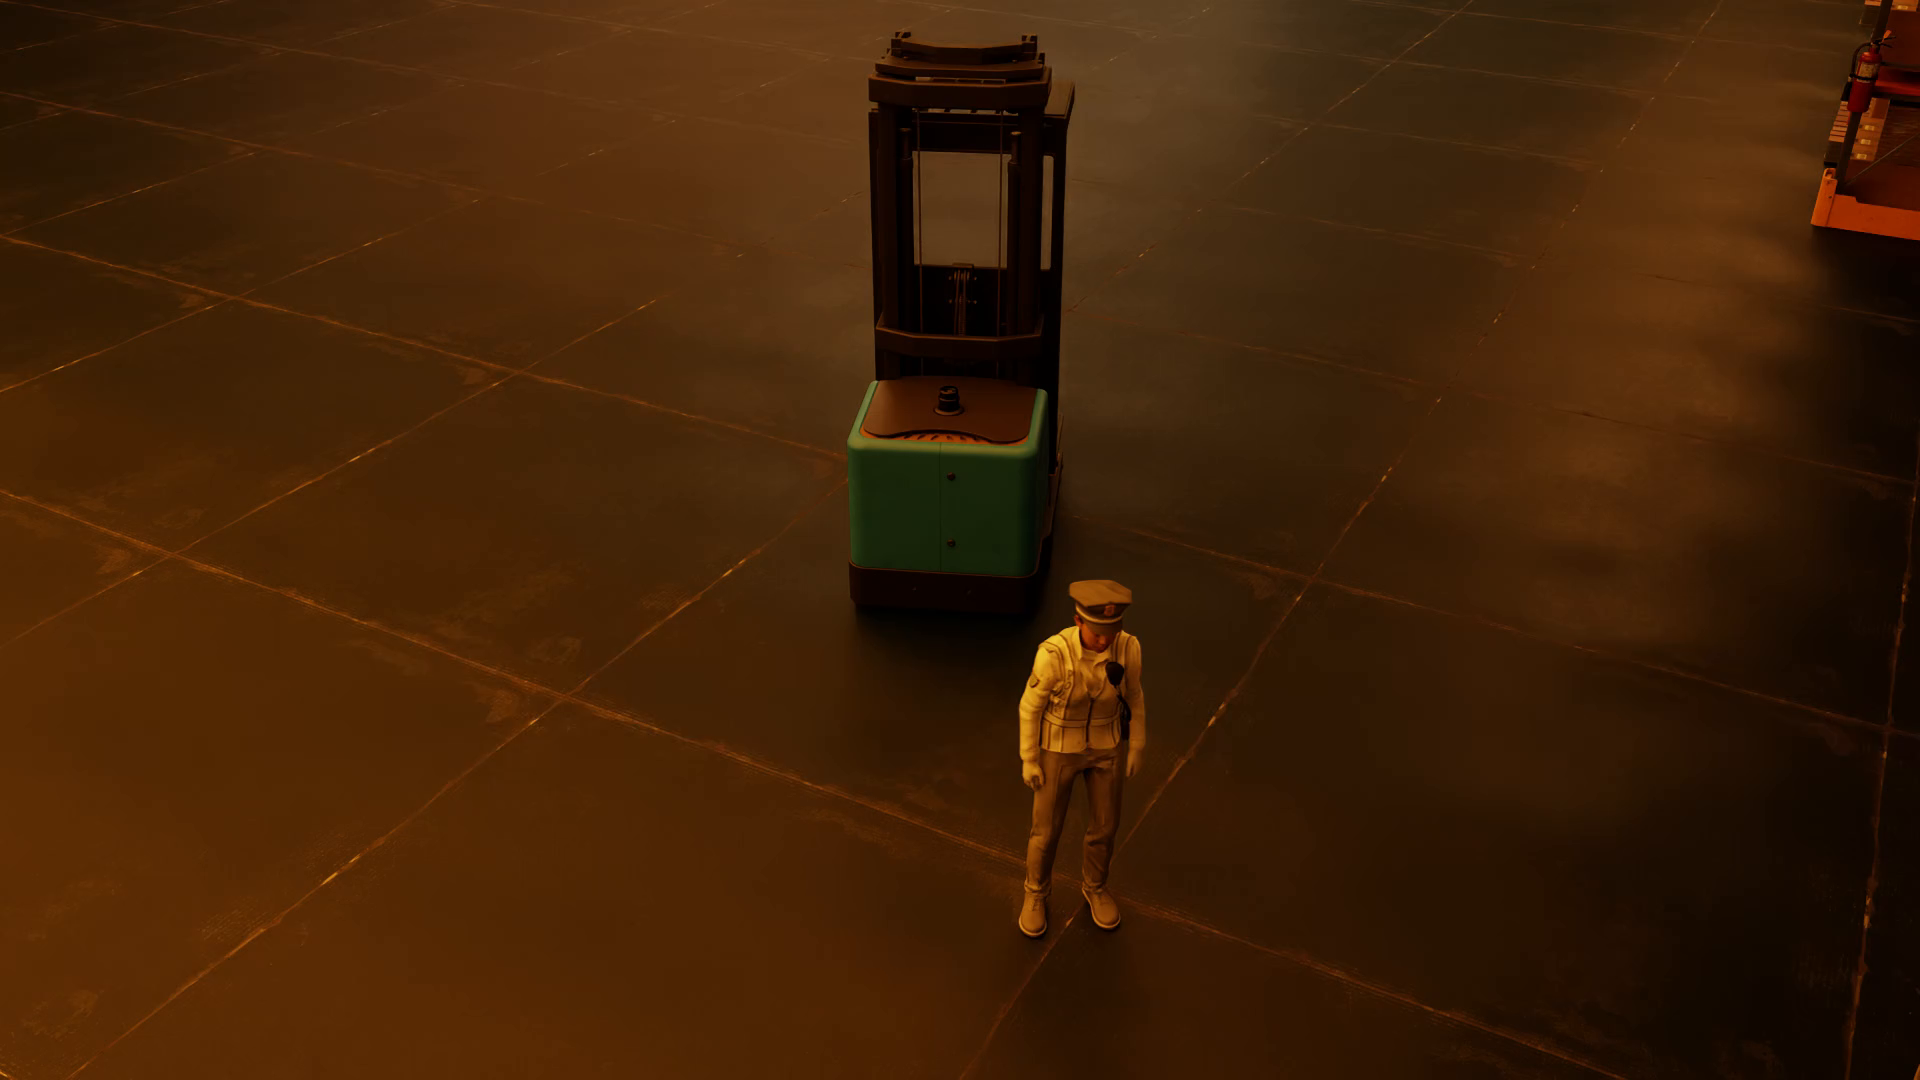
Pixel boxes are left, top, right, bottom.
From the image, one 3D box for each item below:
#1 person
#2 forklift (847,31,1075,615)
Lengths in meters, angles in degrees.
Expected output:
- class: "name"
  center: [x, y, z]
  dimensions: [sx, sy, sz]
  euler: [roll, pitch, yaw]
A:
- class: "person"
  center: [0.502, 0.877, 6.822]
  dimensions: [0.536, 1.662, 0.373]
  euler: [-5, 30, -9]
- class: "forklift"
  center: [0.072, -1.572, 9.794]
  dimensions: [1.130, 2.935, 3.031]
  euler: [3, 30, 6]
